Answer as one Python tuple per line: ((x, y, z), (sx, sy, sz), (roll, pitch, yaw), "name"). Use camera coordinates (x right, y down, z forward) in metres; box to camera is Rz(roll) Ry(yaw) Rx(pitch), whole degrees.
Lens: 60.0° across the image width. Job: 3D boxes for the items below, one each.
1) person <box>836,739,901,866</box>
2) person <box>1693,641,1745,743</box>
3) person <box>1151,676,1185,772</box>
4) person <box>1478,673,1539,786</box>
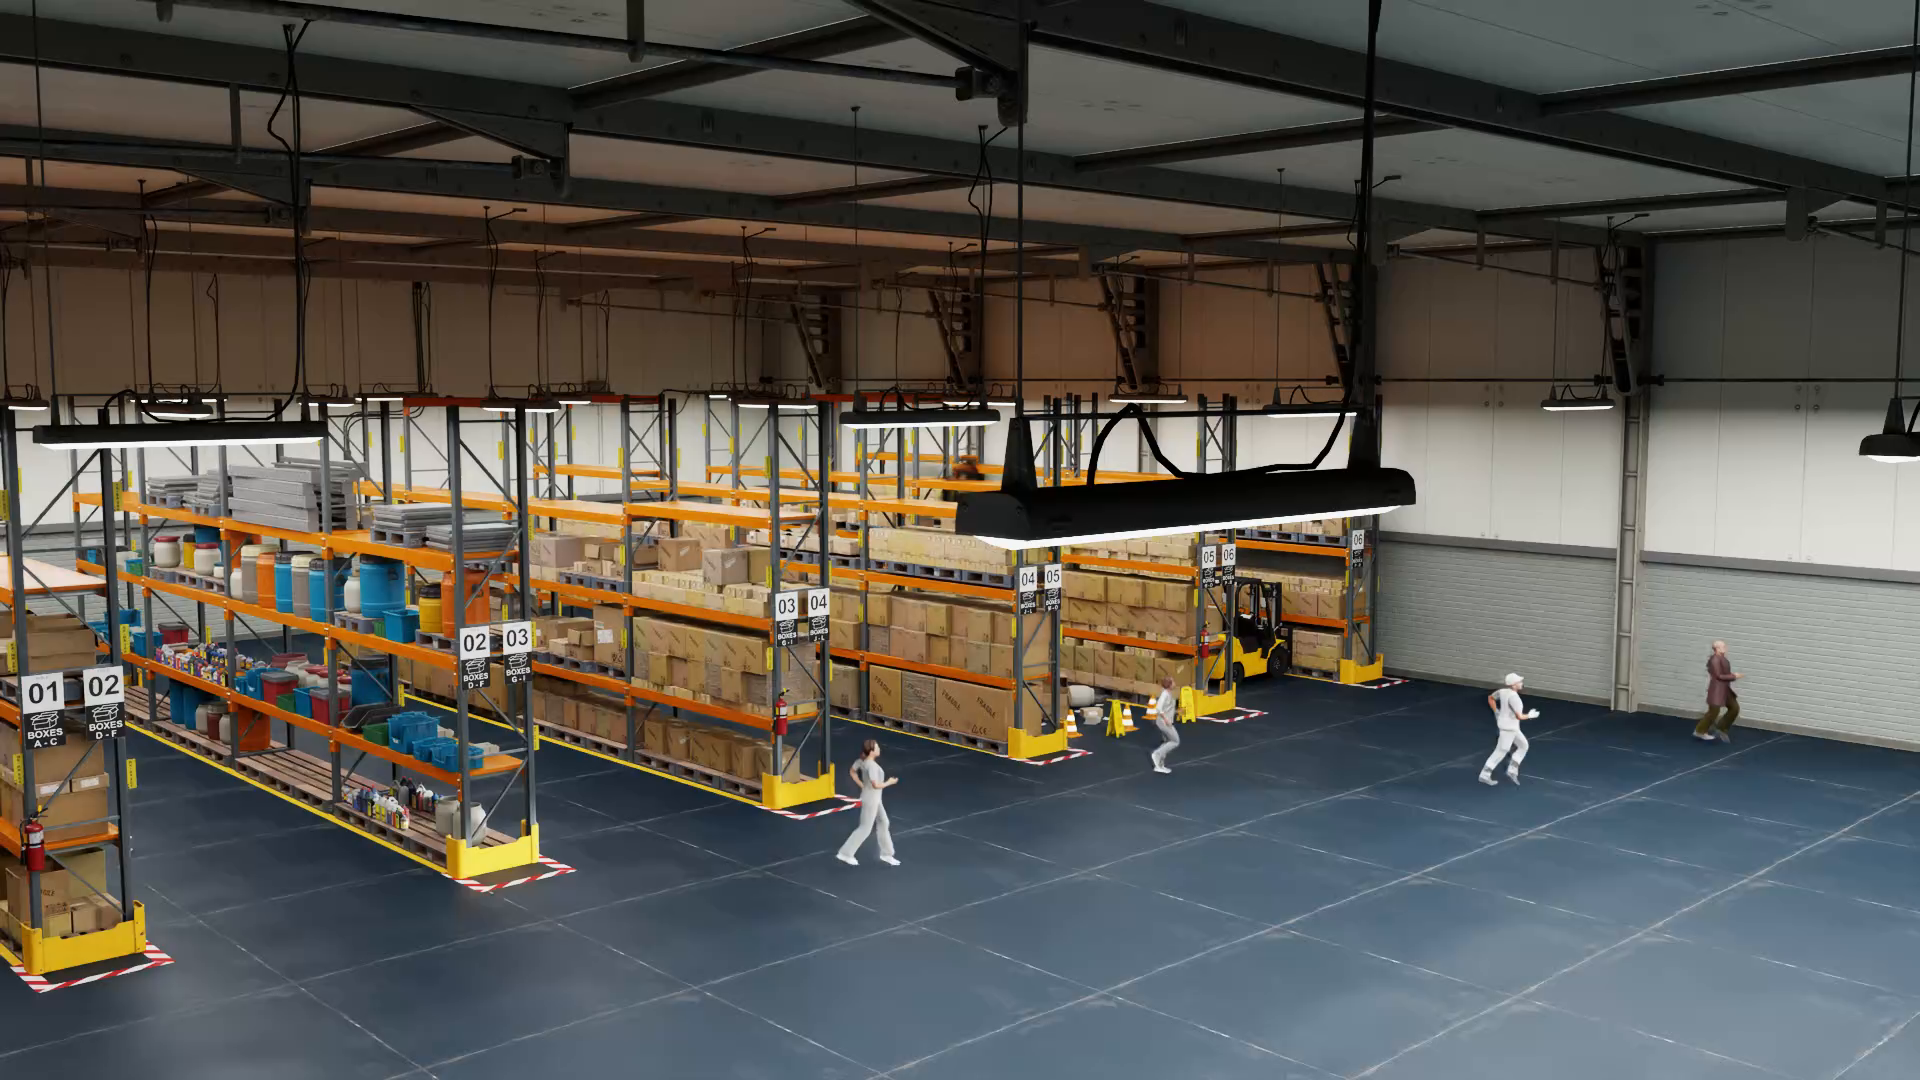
((-1.177, 3.419, 21.483), (0.862, 1.713, 0.556), (-1, 6, -12), "person")
((13.227, 2.659, 28.949), (0.798, 1.826, 0.689), (4, 7, 39), "person")
((3.356, 2.967, 26.820), (0.549, 1.568, 0.523), (0, 6, 4), "person")
((8.497, 2.947, 25.792), (0.898, 1.795, 0.673), (1, 6, 7), "person")
